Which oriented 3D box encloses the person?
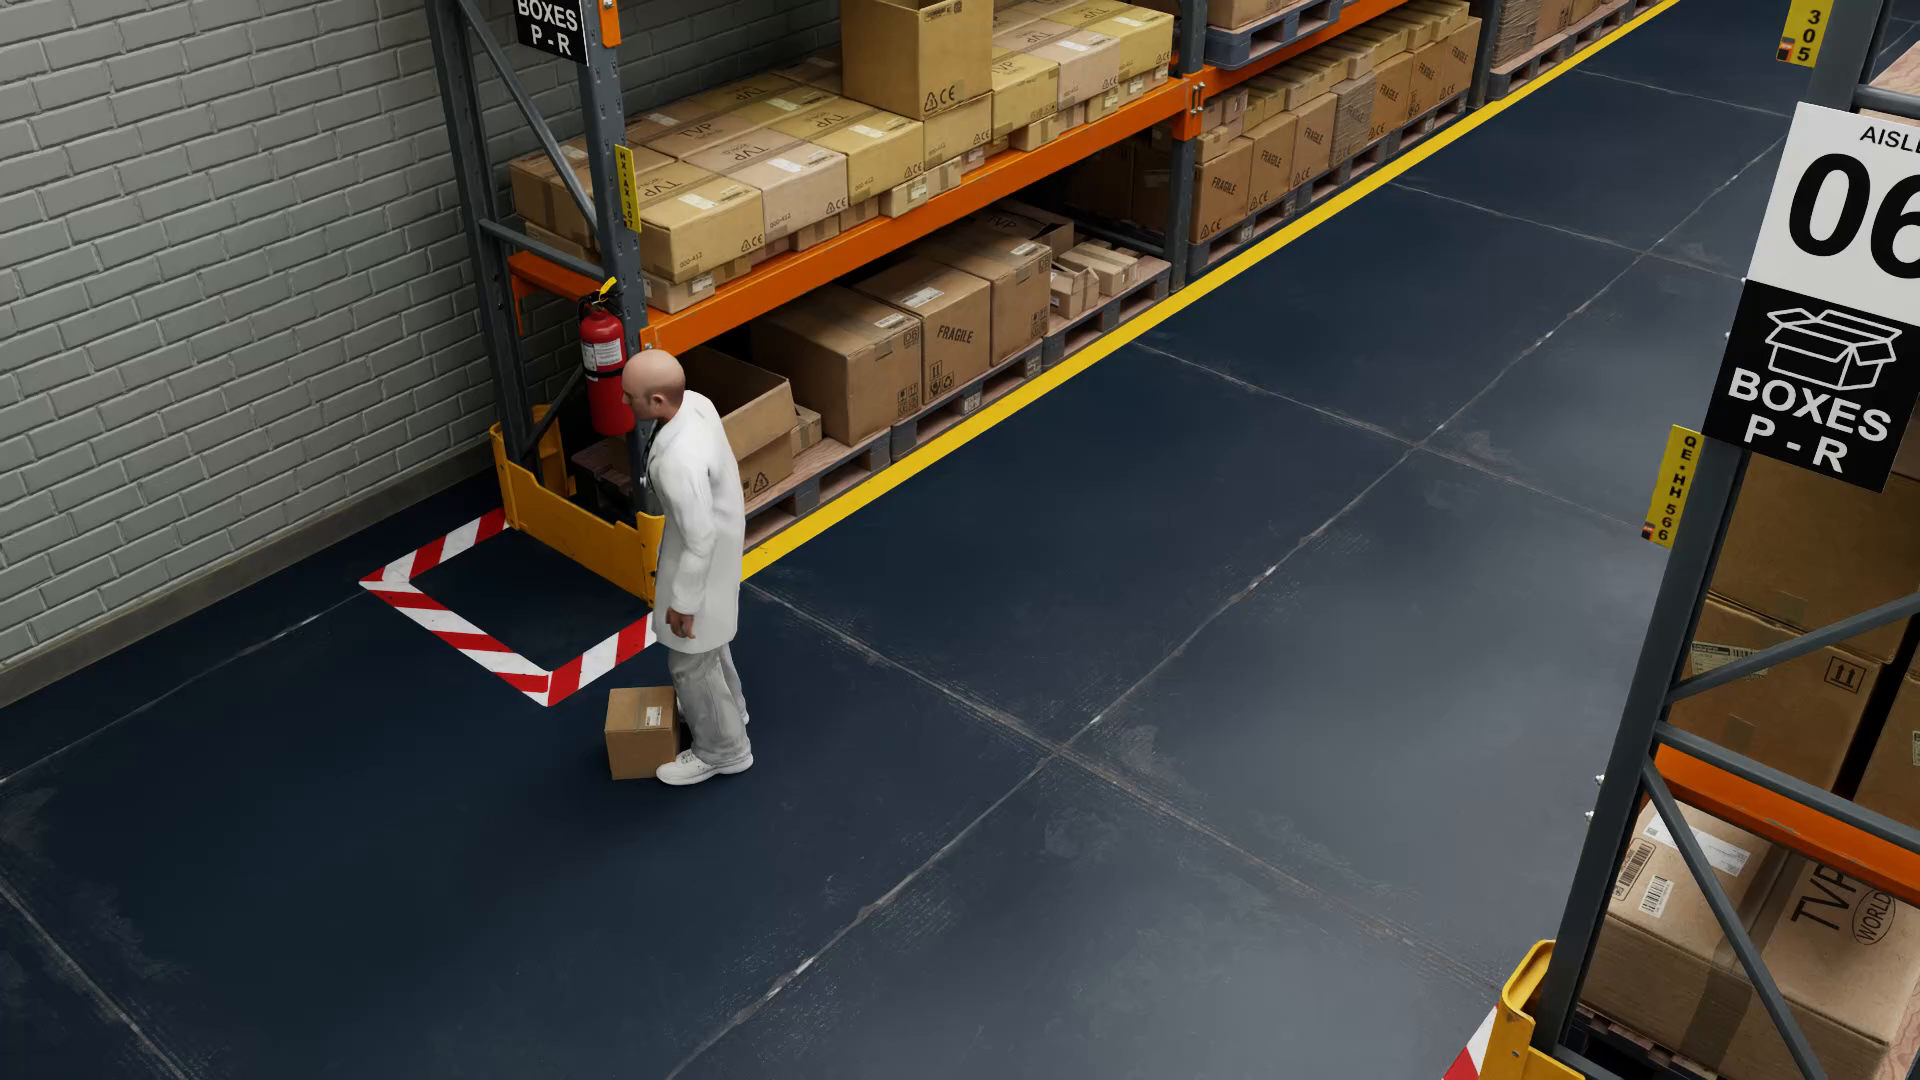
[{"bbox_3d":[-0.976,0.092,6.024,0.427,1.773,0.642,-3,35,-5],"label":"person"}]
